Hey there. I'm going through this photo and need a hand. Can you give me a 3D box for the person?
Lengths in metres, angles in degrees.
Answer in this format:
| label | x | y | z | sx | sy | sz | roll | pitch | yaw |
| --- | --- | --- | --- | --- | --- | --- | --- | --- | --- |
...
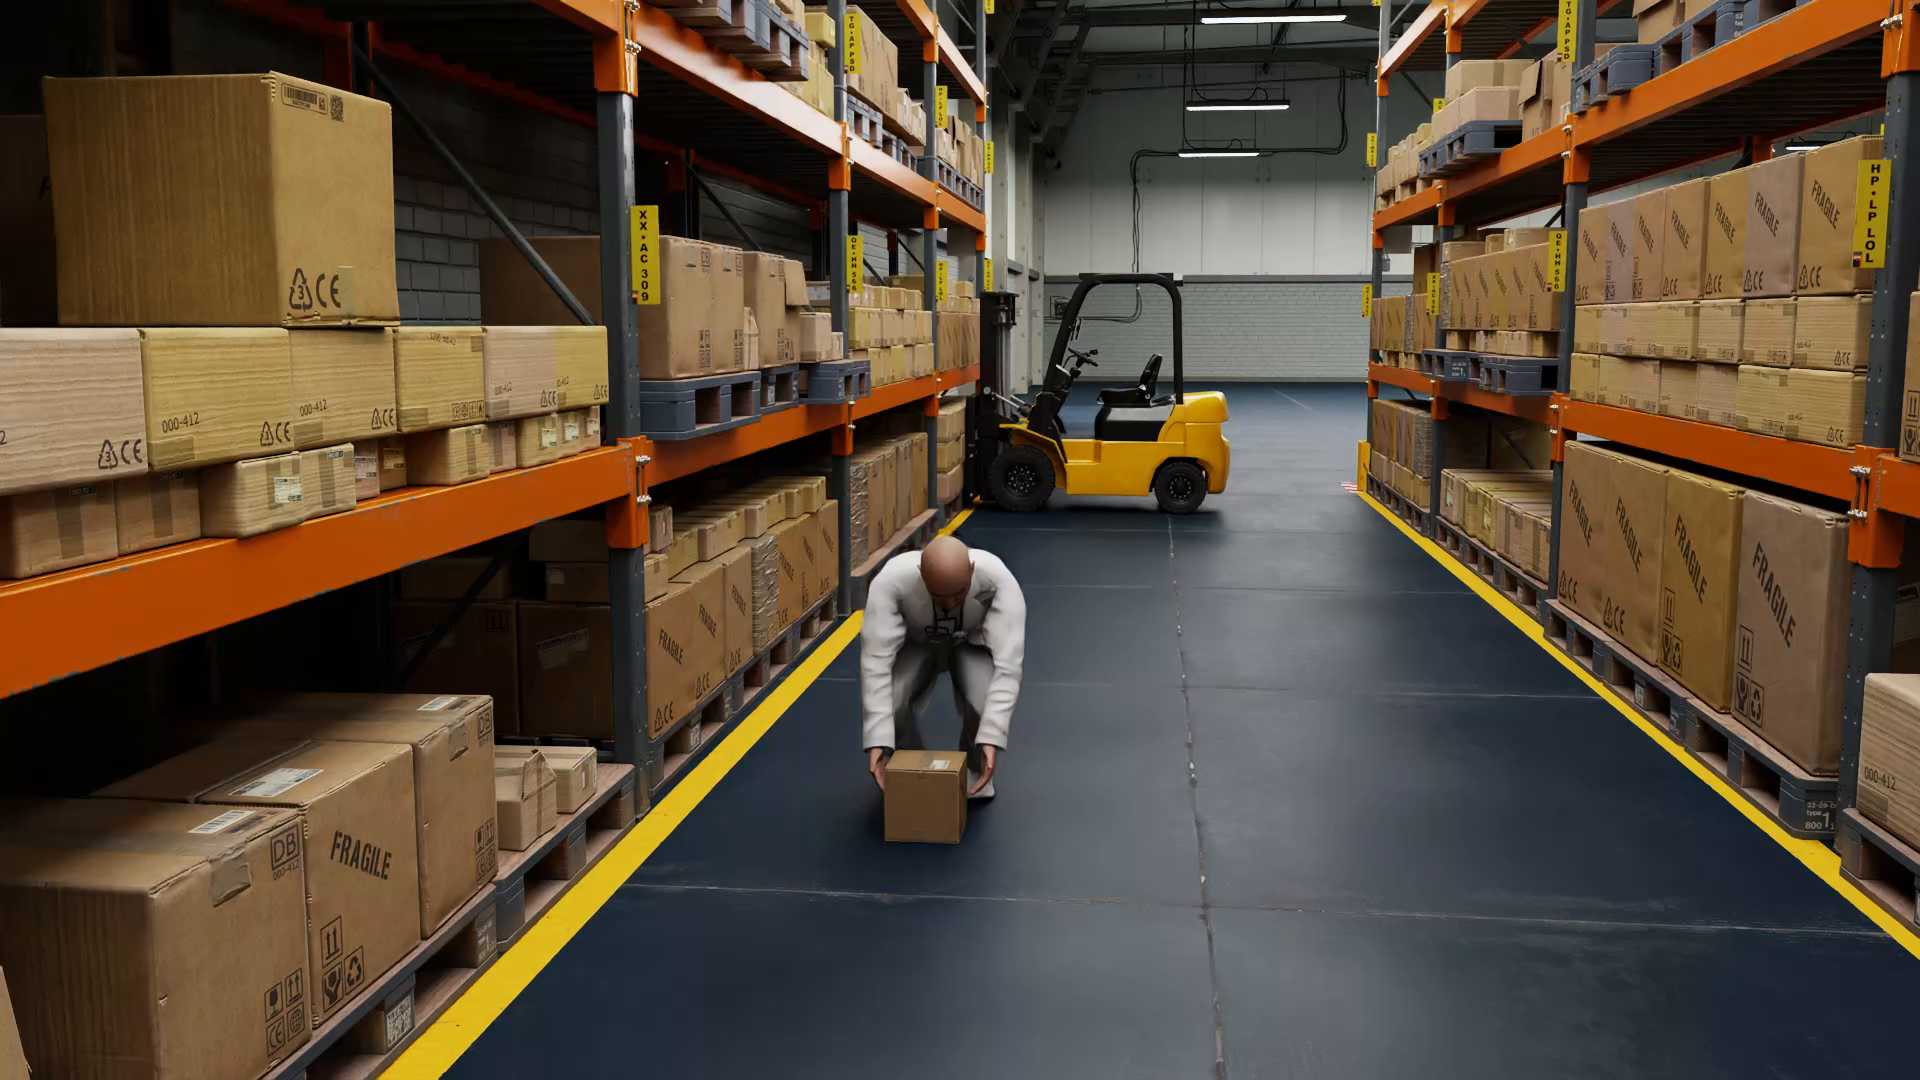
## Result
| label | x | y | z | sx | sy | sz | roll | pitch | yaw |
| --- | --- | --- | --- | --- | --- | --- | --- | --- | --- |
| person | -0.067 | 0.454 | 5.948 | 0.600 | 0.981 | 0.898 | 1 | 7 | 6 |
